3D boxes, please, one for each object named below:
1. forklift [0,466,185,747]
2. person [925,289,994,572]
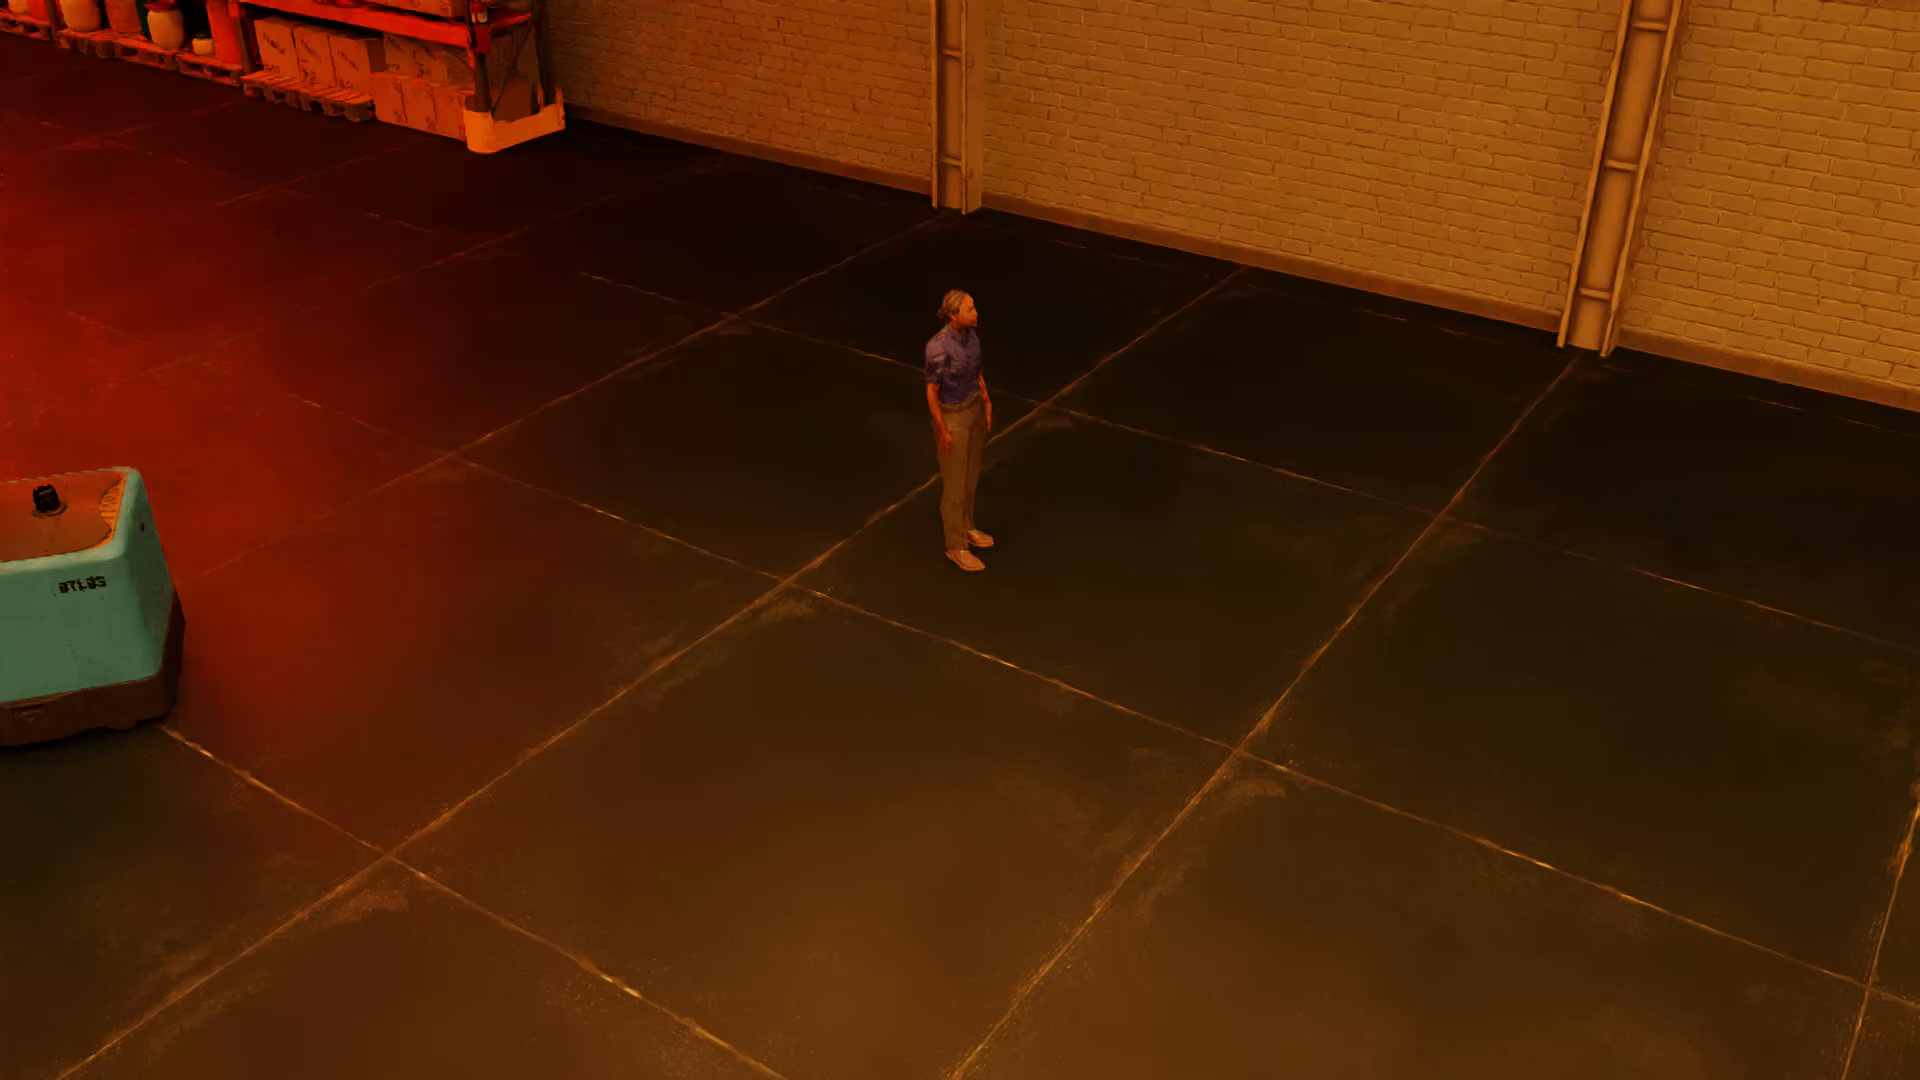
[{"bbox_3d":[-5.755,-0.297,8.092,3.031,2.935,1.130,-9,31,-16],"label":"forklift"},{"bbox_3d":[0.062,-0.689,10.025,0.503,1.654,0.570,19,35,29],"label":"person"}]
